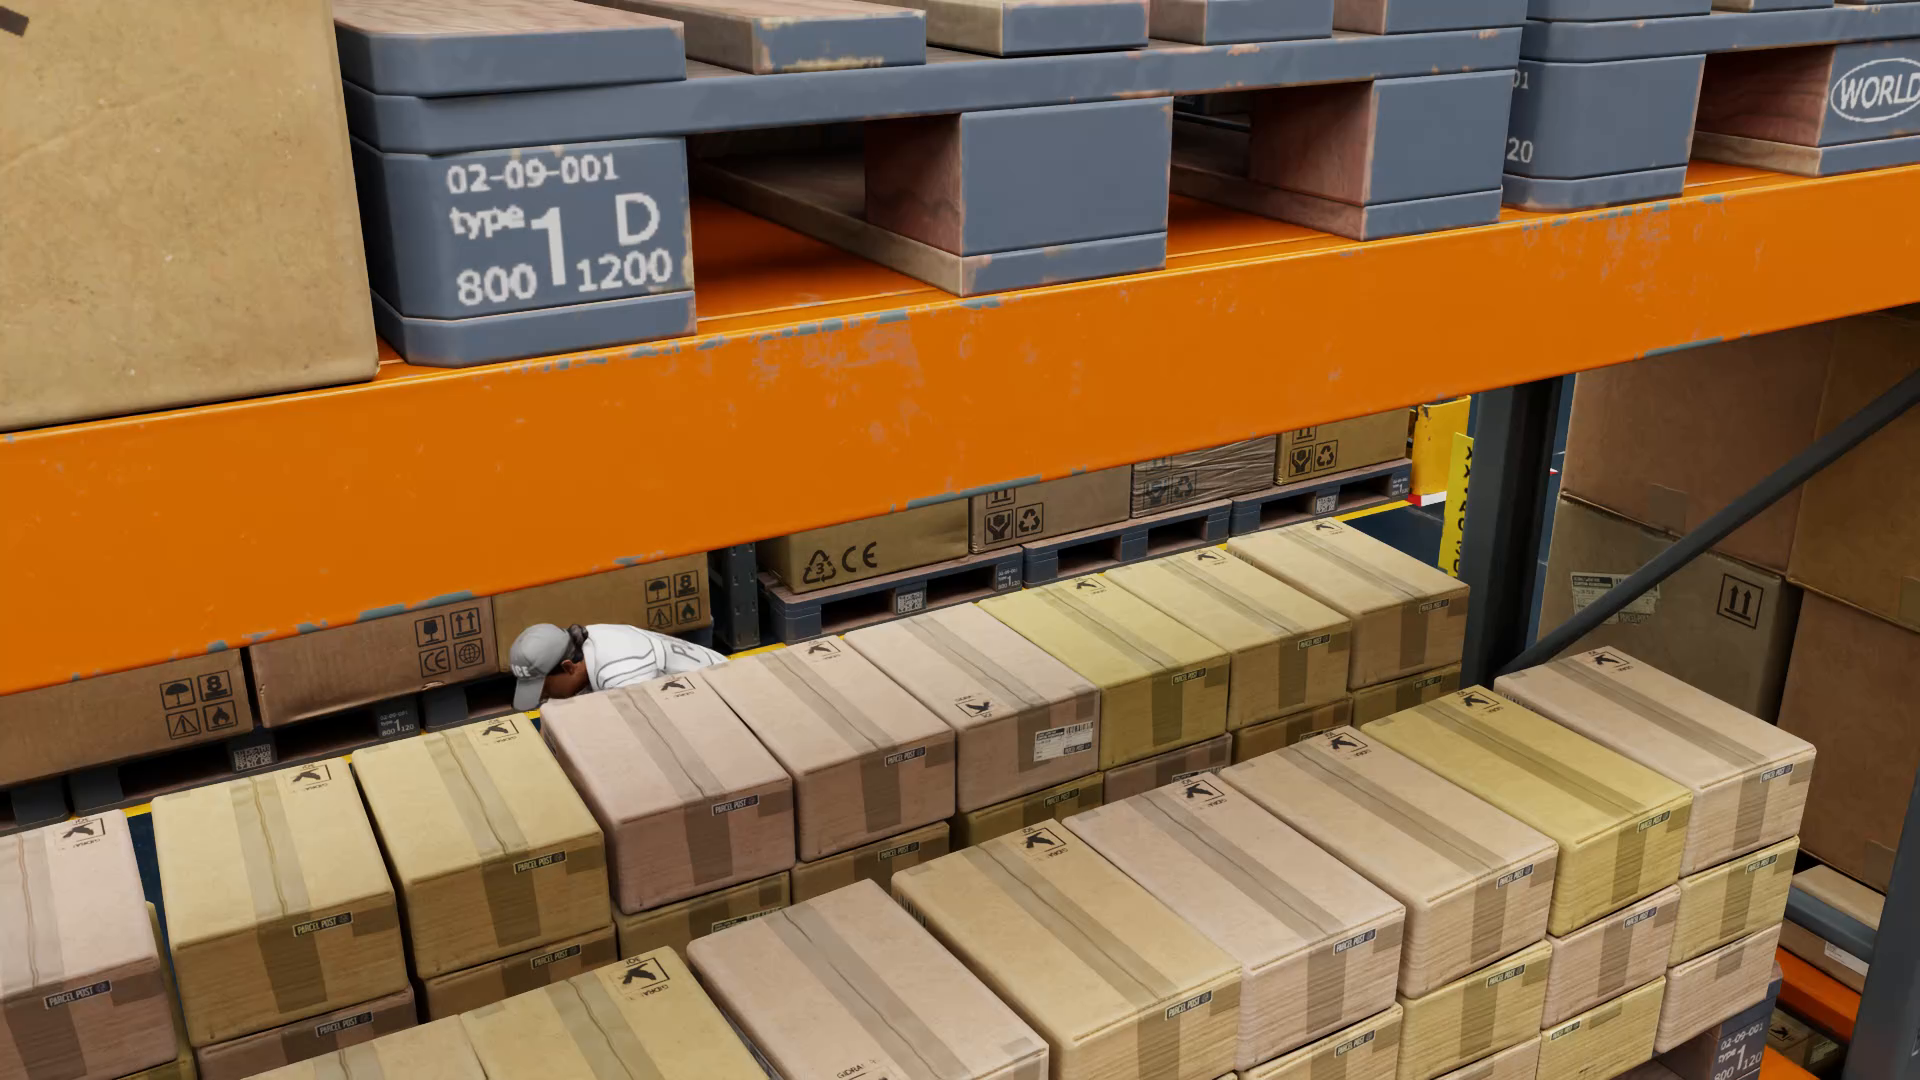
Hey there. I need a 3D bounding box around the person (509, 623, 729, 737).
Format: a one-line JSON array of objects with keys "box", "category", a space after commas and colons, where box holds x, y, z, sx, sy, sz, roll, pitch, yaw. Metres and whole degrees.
[{"box": [-1.061, 0.639, 5.467, 0.852, 0.950, 0.510, -13, 25, -28], "category": "person"}]
